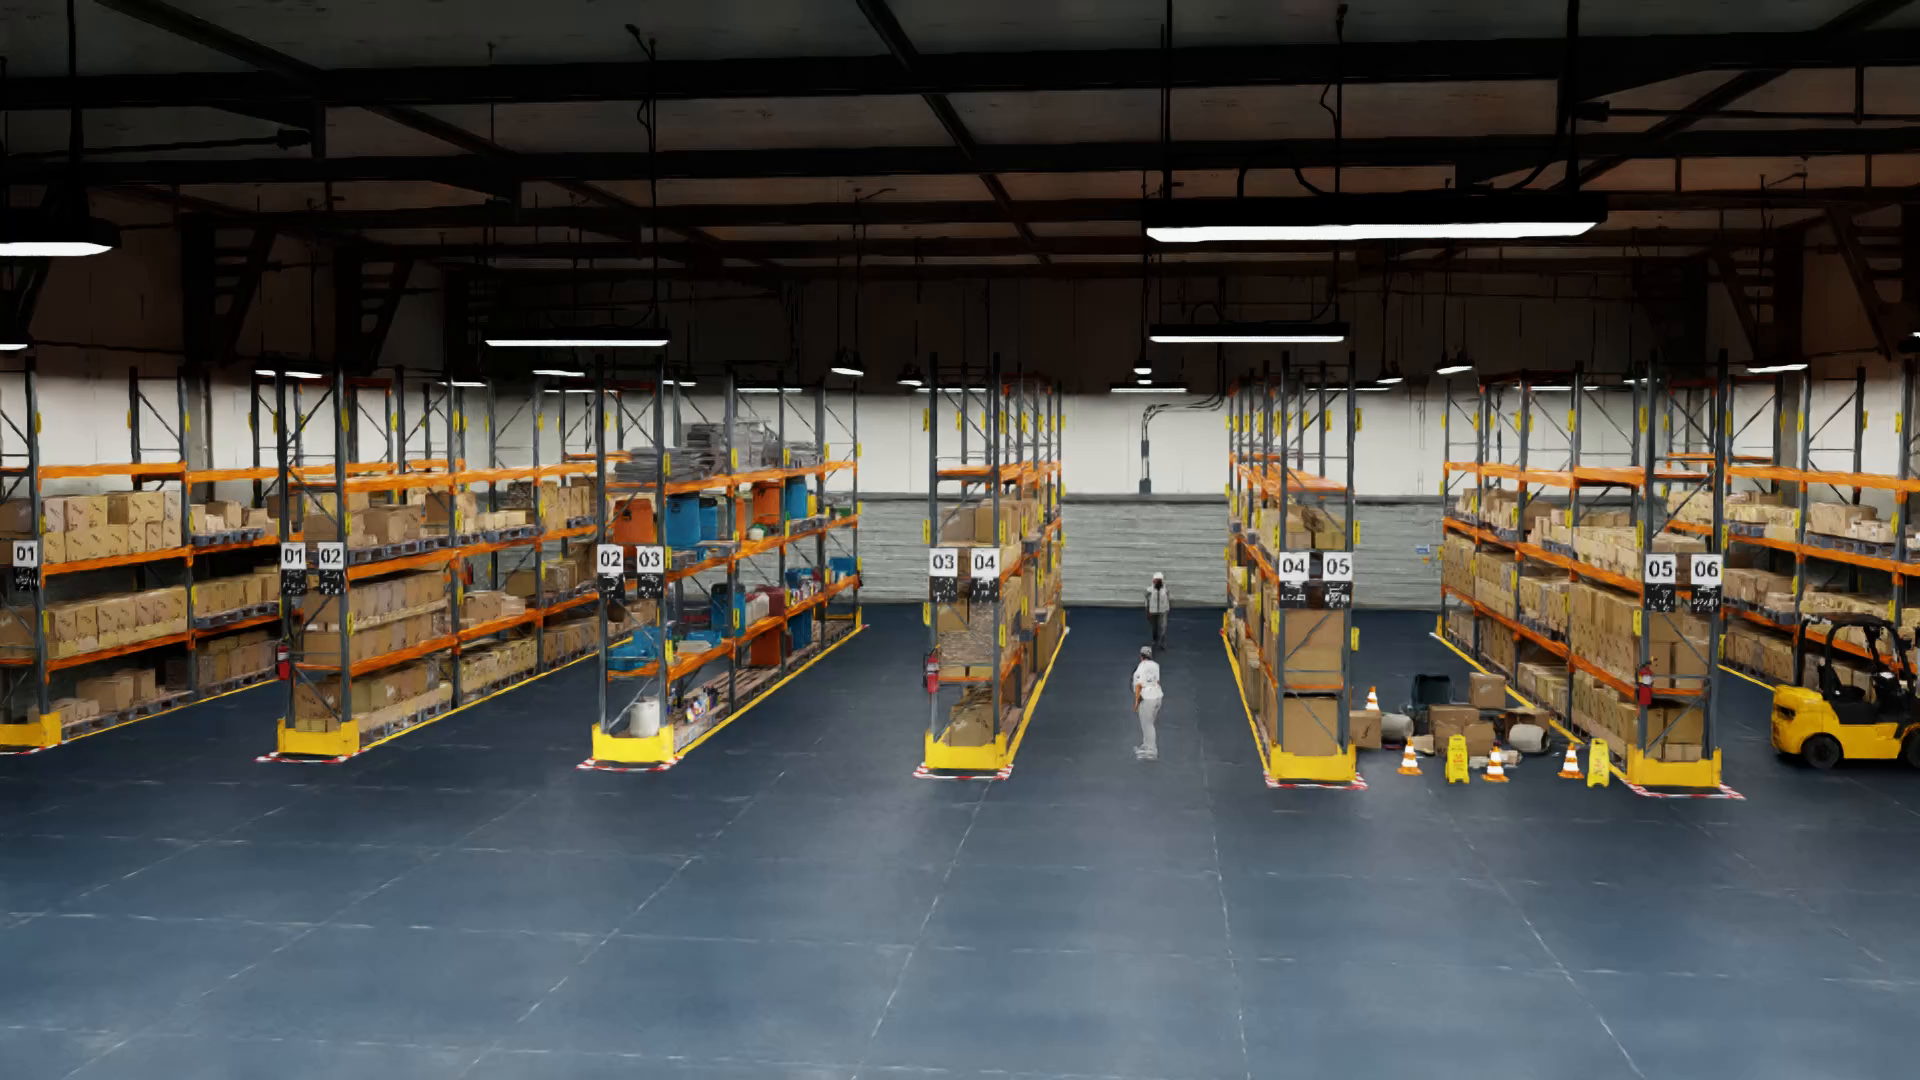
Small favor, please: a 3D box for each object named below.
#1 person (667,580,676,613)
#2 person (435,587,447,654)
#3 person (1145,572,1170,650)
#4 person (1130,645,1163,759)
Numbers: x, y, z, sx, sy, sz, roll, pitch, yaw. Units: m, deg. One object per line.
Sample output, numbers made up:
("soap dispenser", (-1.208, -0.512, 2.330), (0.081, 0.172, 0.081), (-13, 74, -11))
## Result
("person", (-7.701, 1.082, 43.187), (0.608, 1.741, 0.959), (2, 5, 30))
("person", (-10.548, 1.760, 33.976), (0.414, 1.666, 0.507), (-2, 4, -24))
("person", (4.358, 1.551, 36.677), (0.543, 1.698, 1.115), (1, 4, 9))
("person", (2.768, 2.403, 24.872), (0.554, 1.659, 0.598), (3, 5, 37))
